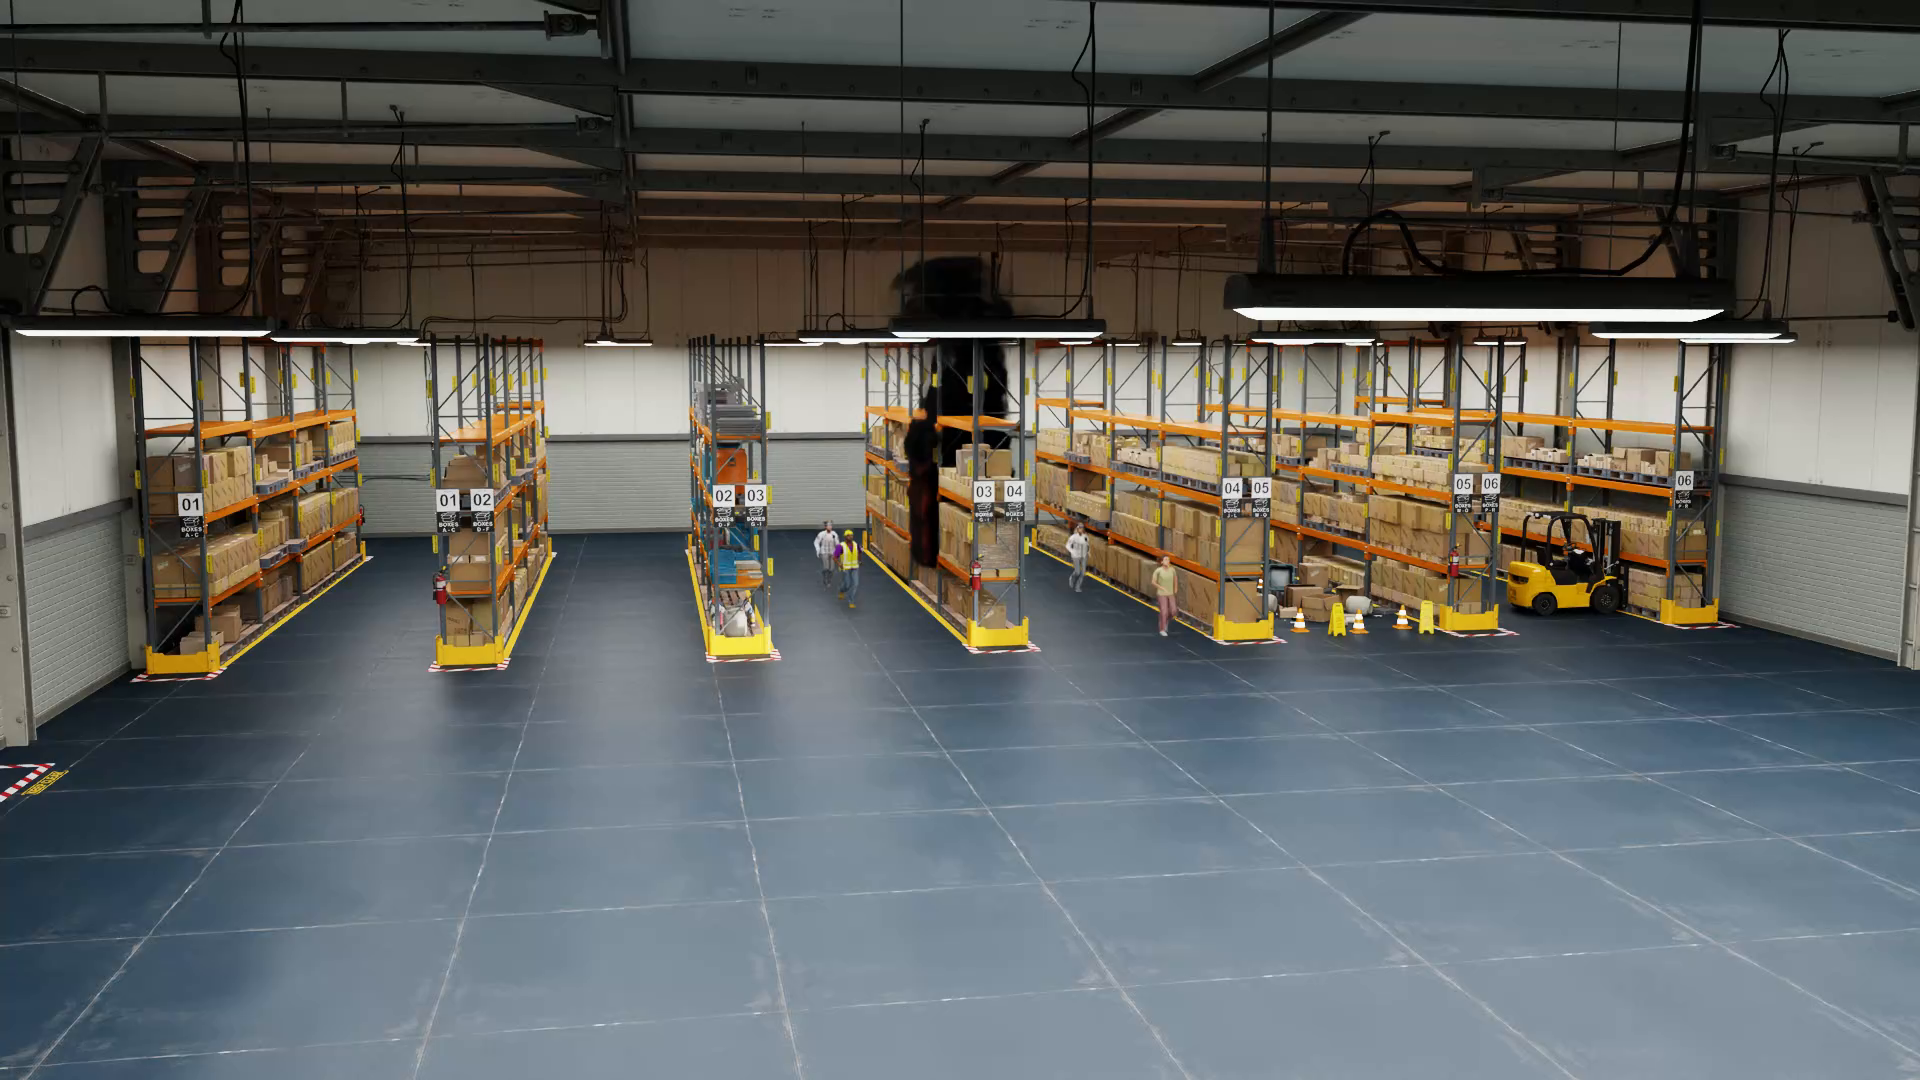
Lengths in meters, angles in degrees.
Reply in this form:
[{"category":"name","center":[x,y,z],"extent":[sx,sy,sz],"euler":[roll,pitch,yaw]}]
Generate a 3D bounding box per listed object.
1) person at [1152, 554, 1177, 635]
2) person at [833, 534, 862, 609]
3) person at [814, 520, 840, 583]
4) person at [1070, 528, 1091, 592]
[{"category":"person","center":[4.130,1.099,33.345],"extent":[0.606,1.636,0.561],"euler":[-2,7,-18]},{"category":"person","center":[-2.471,0.653,36.991],"extent":[0.699,1.701,0.758],"euler":[-3,7,-26]},{"category":"person","center":[-3.160,0.298,39.984],"extent":[0.607,1.577,0.538],"euler":[-2,7,-19]},{"category":"person","center":[2.819,0.430,39.270],"extent":[0.425,1.605,0.539],"euler":[-2,7,-21]}]
